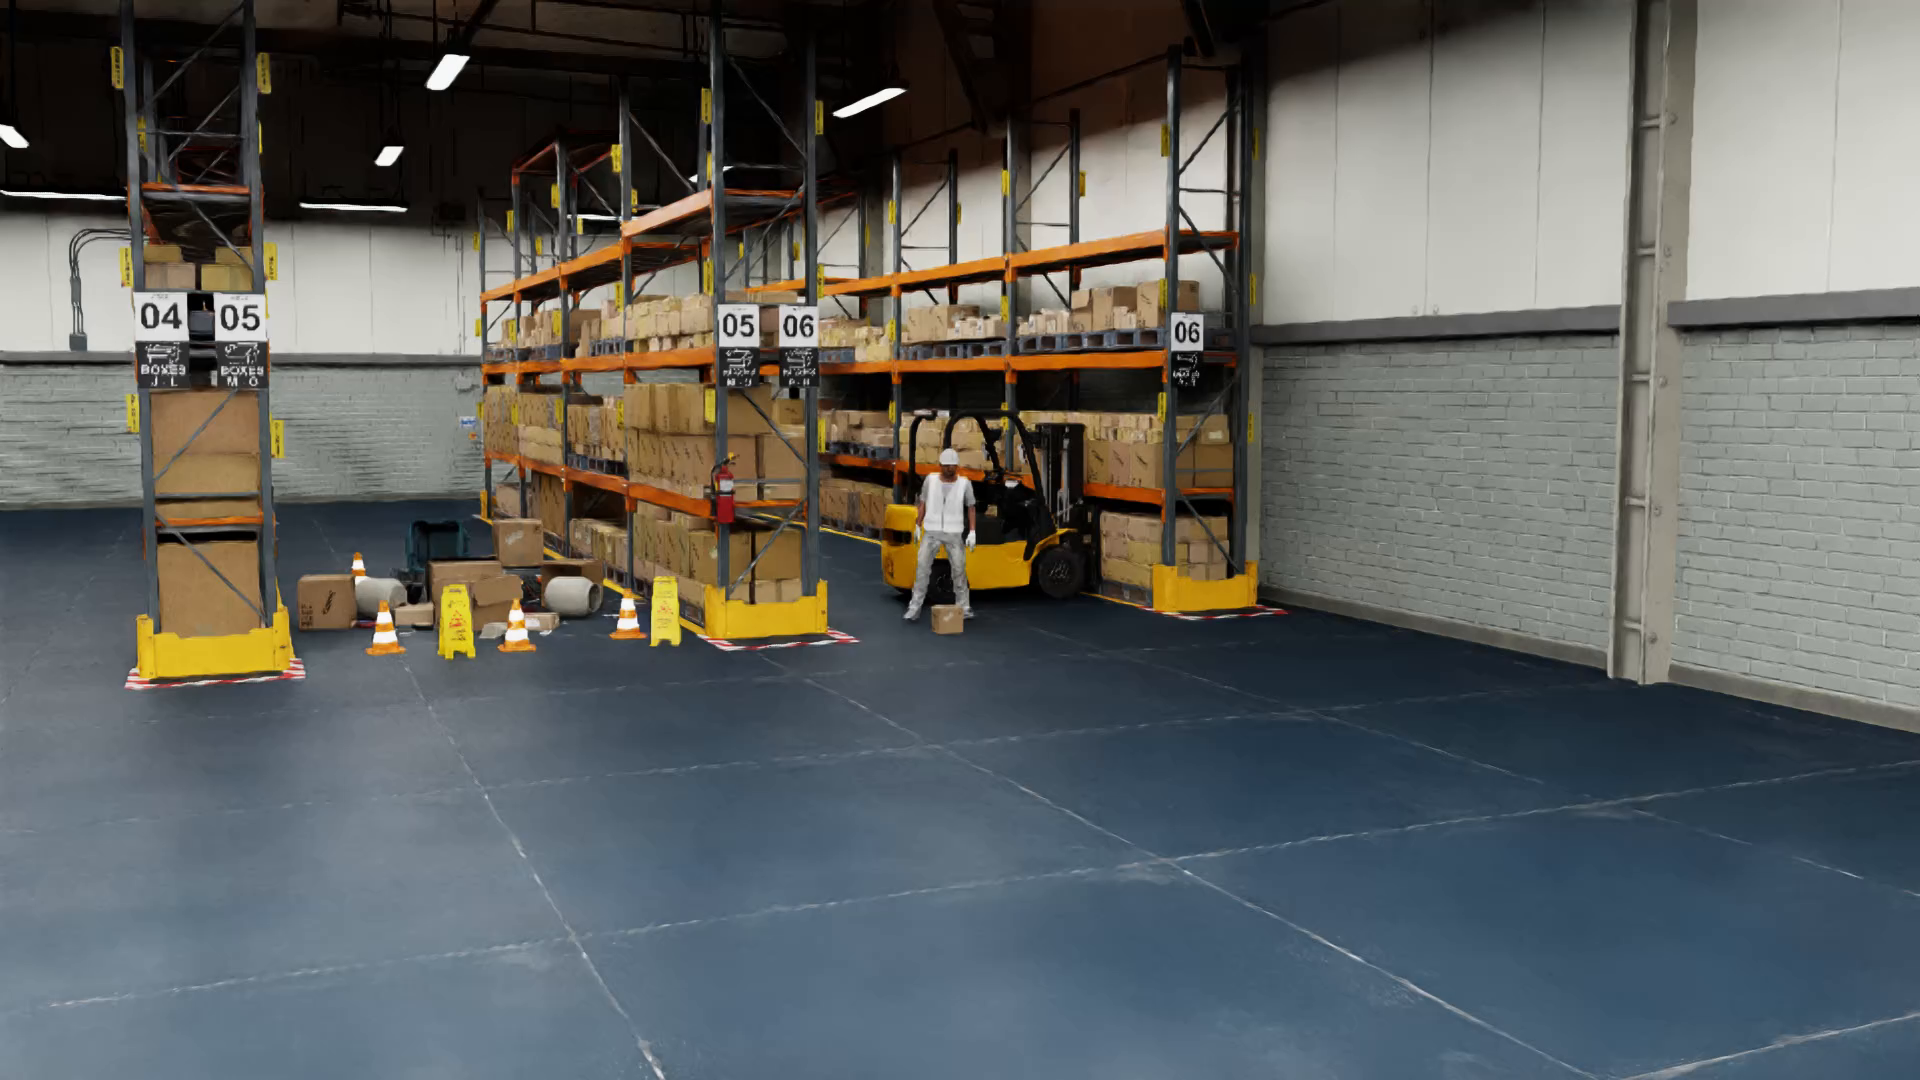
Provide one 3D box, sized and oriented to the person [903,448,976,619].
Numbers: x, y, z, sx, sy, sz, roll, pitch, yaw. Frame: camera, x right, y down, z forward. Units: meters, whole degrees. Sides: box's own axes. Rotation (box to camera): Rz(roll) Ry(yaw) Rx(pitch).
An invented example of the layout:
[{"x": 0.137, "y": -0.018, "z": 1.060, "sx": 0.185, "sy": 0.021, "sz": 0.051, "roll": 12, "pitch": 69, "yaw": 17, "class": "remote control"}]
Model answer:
[{"x": -0.206, "y": -0.066, "z": 17.156, "sx": 0.745, "sy": 1.768, "sz": 0.534, "roll": 0, "pitch": 5, "yaw": 4, "class": "person"}]
